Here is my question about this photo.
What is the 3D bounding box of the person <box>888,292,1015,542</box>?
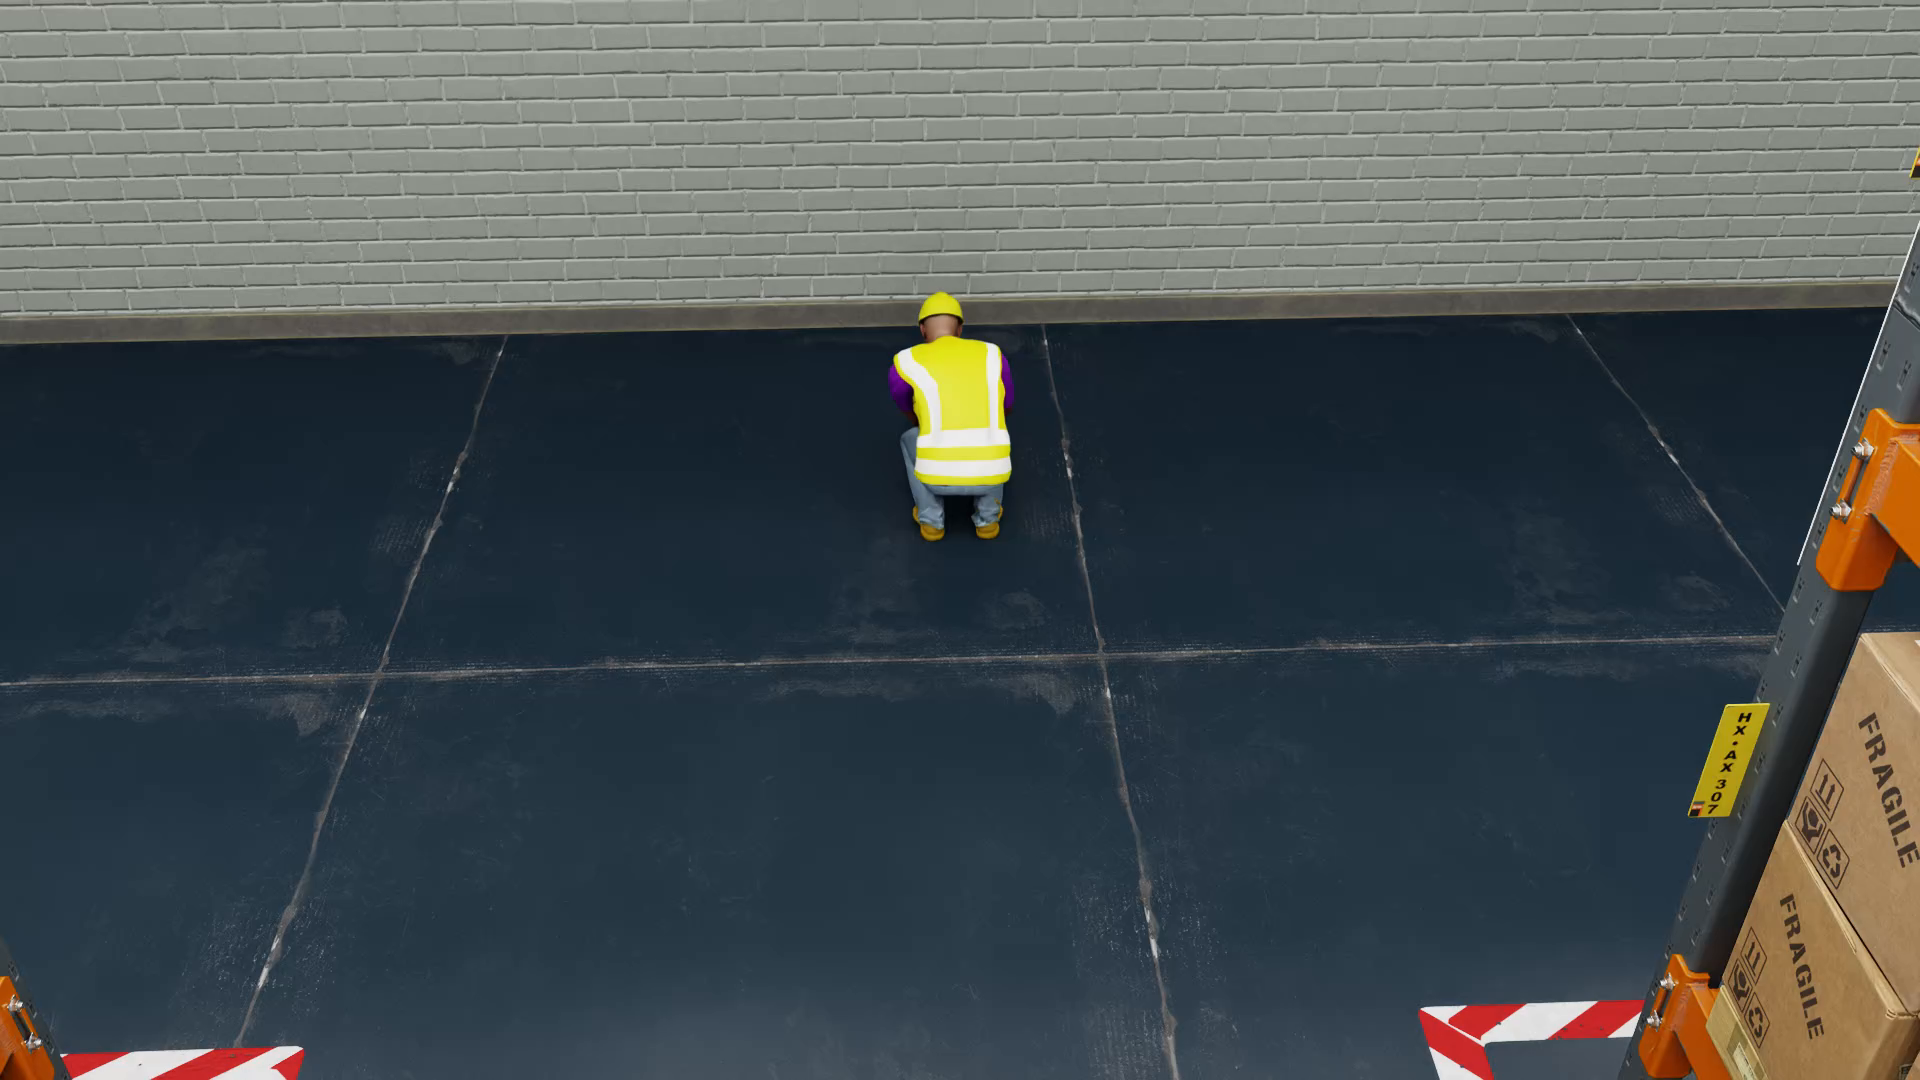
[{"bbox_3d":[-0.031,-0.562,7.601,0.587,1.001,0.873,-2,35,-2],"label":"person"}]
